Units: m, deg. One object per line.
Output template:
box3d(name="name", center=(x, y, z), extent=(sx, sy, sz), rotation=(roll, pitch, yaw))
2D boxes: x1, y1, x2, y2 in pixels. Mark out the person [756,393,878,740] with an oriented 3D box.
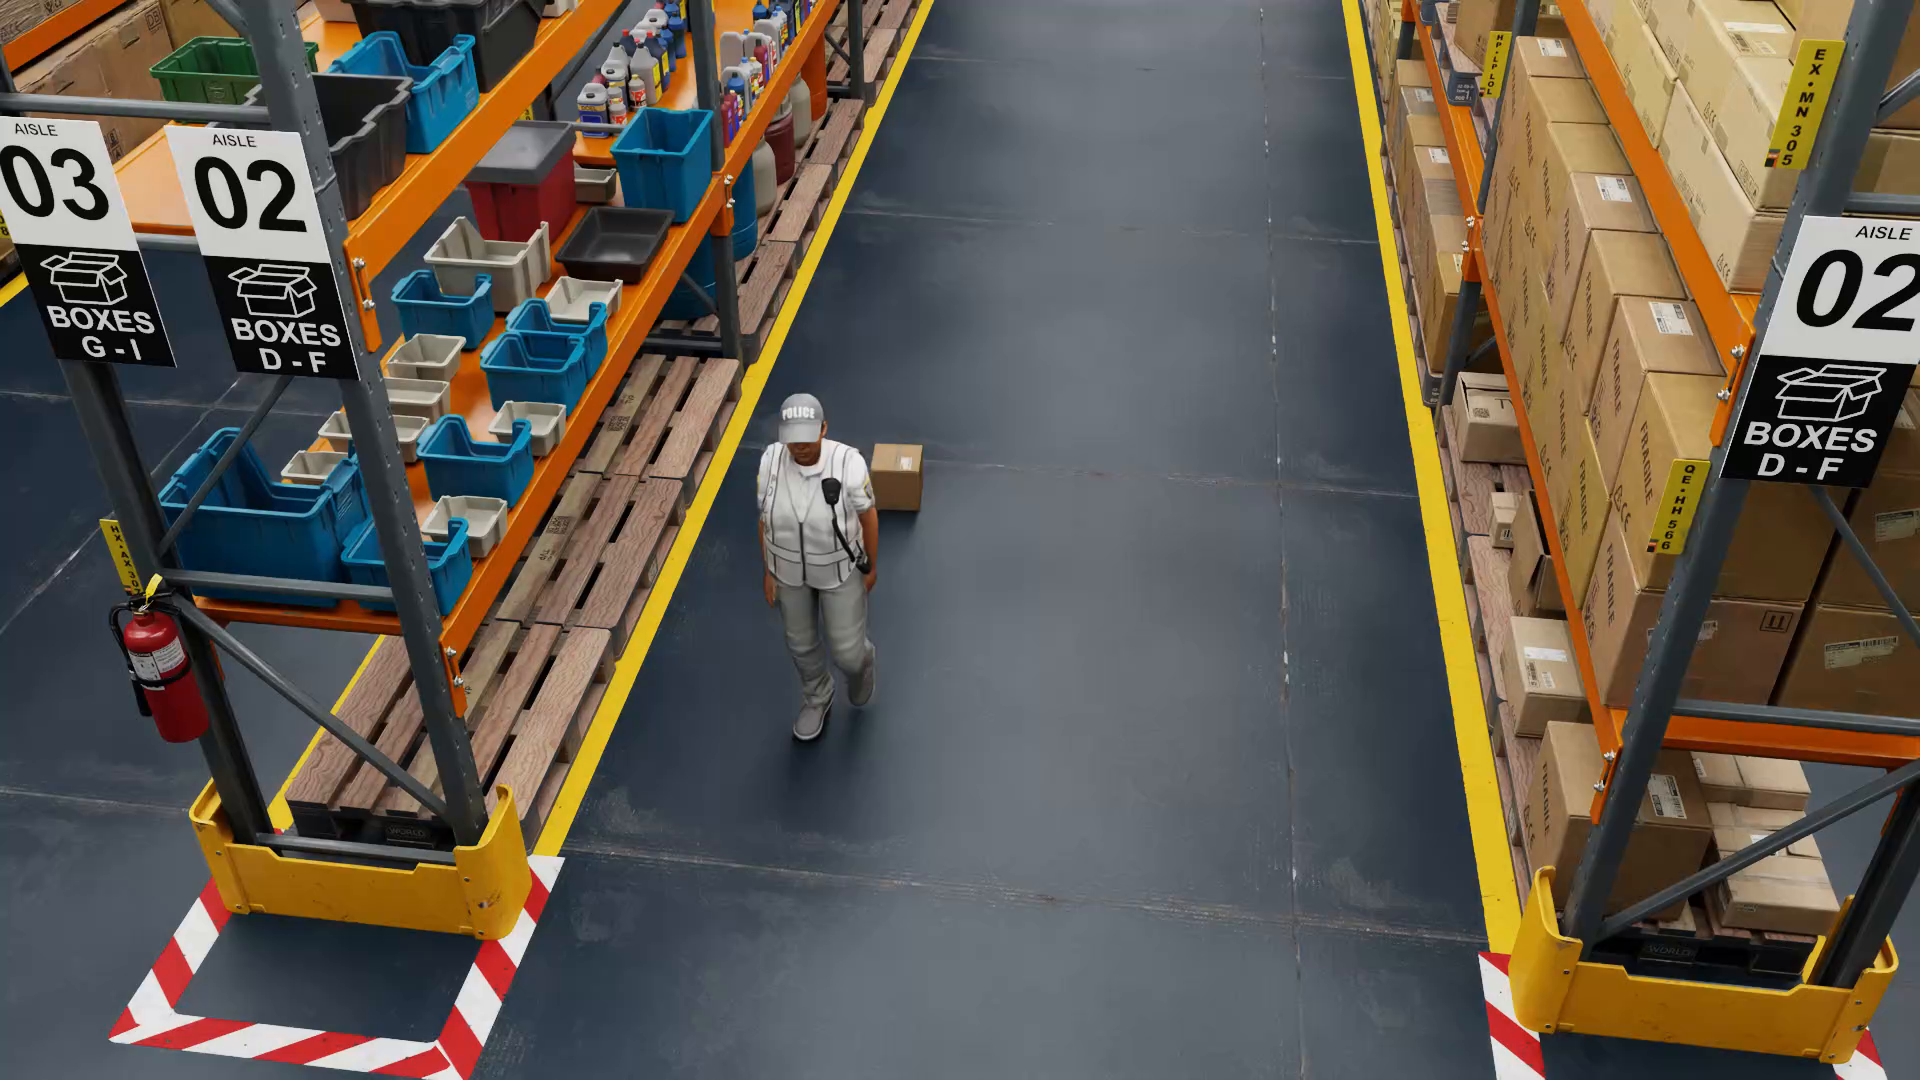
box3d(name="person", center=(-0.576, 0.101, 6.858), extent=(0.486, 1.653, 0.479), rotation=(7, 37, 9))
